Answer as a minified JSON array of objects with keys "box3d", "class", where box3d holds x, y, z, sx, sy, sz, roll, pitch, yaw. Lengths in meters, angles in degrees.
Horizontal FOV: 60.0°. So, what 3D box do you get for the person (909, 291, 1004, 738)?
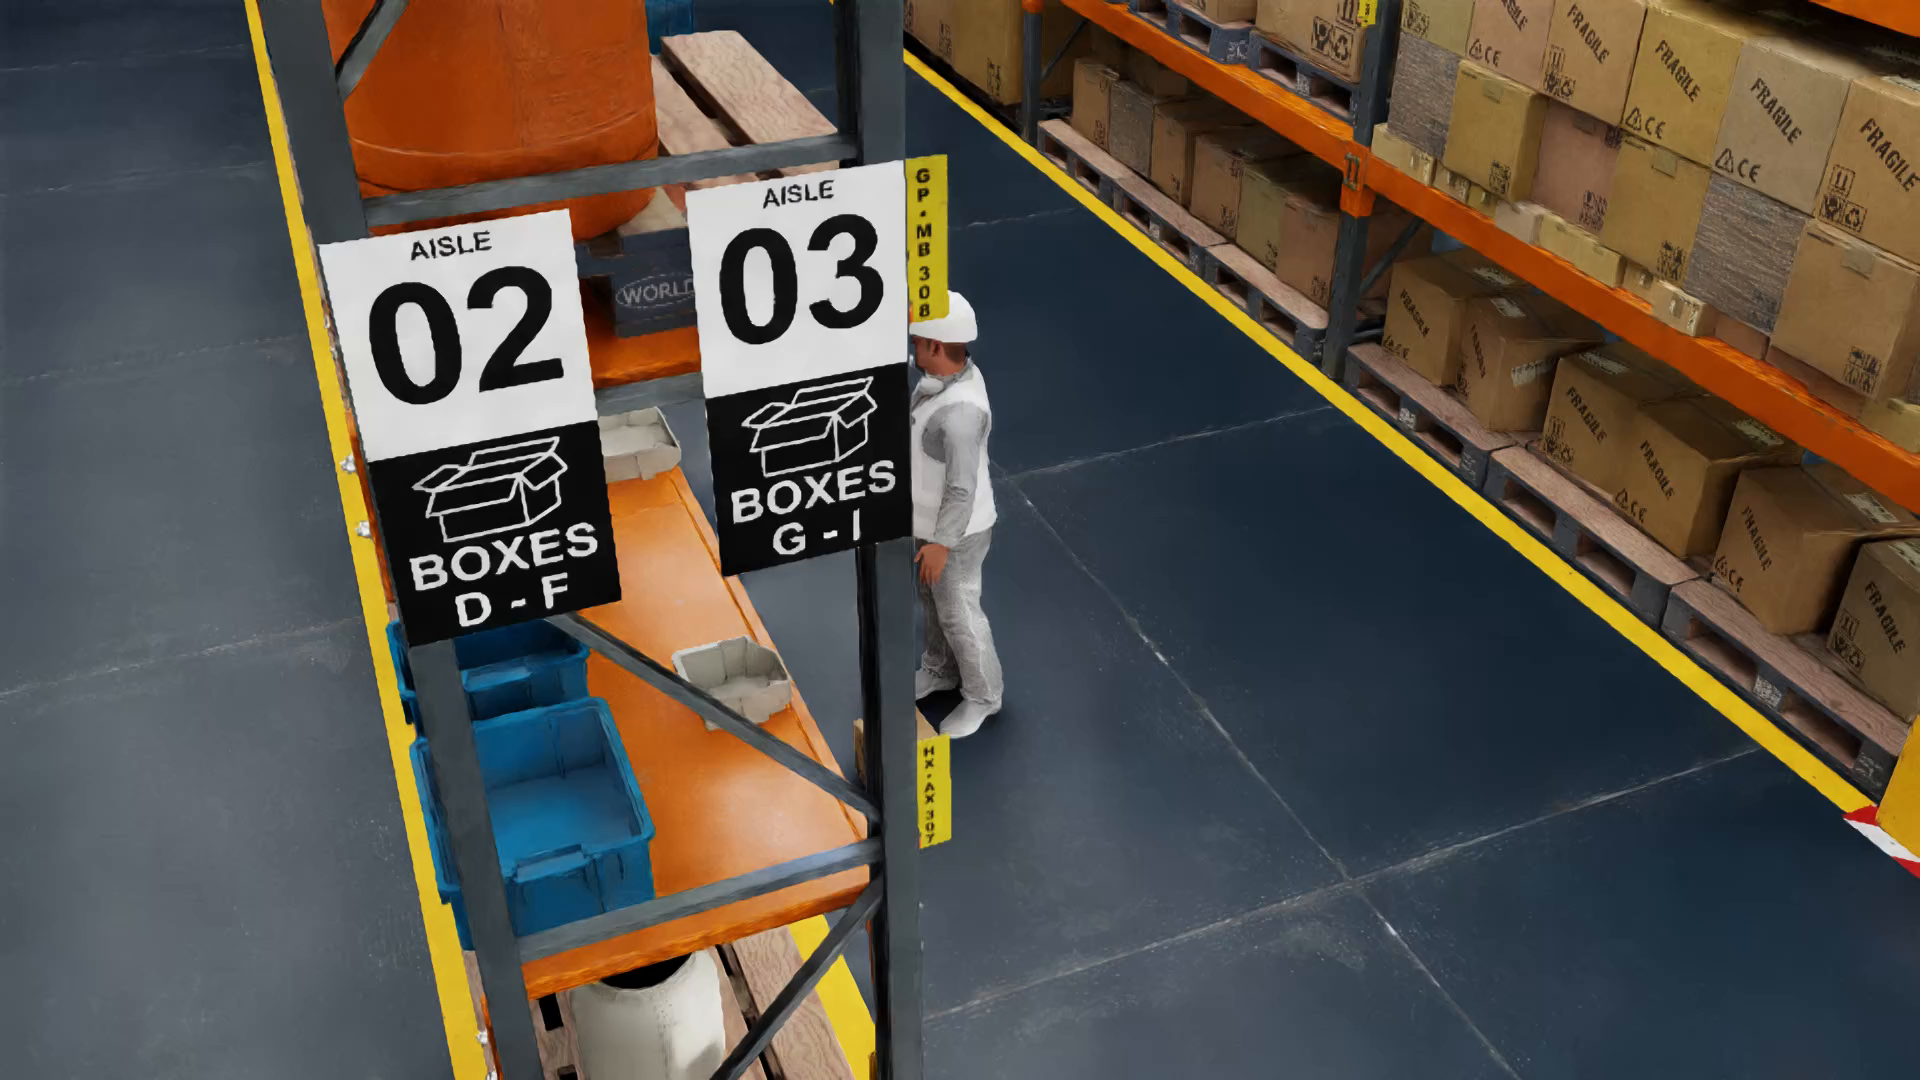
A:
[{"box3d":[-0.061,-0.090,6.243,0.458,1.800,0.611,-4,33,-5],"class":"person"}]
